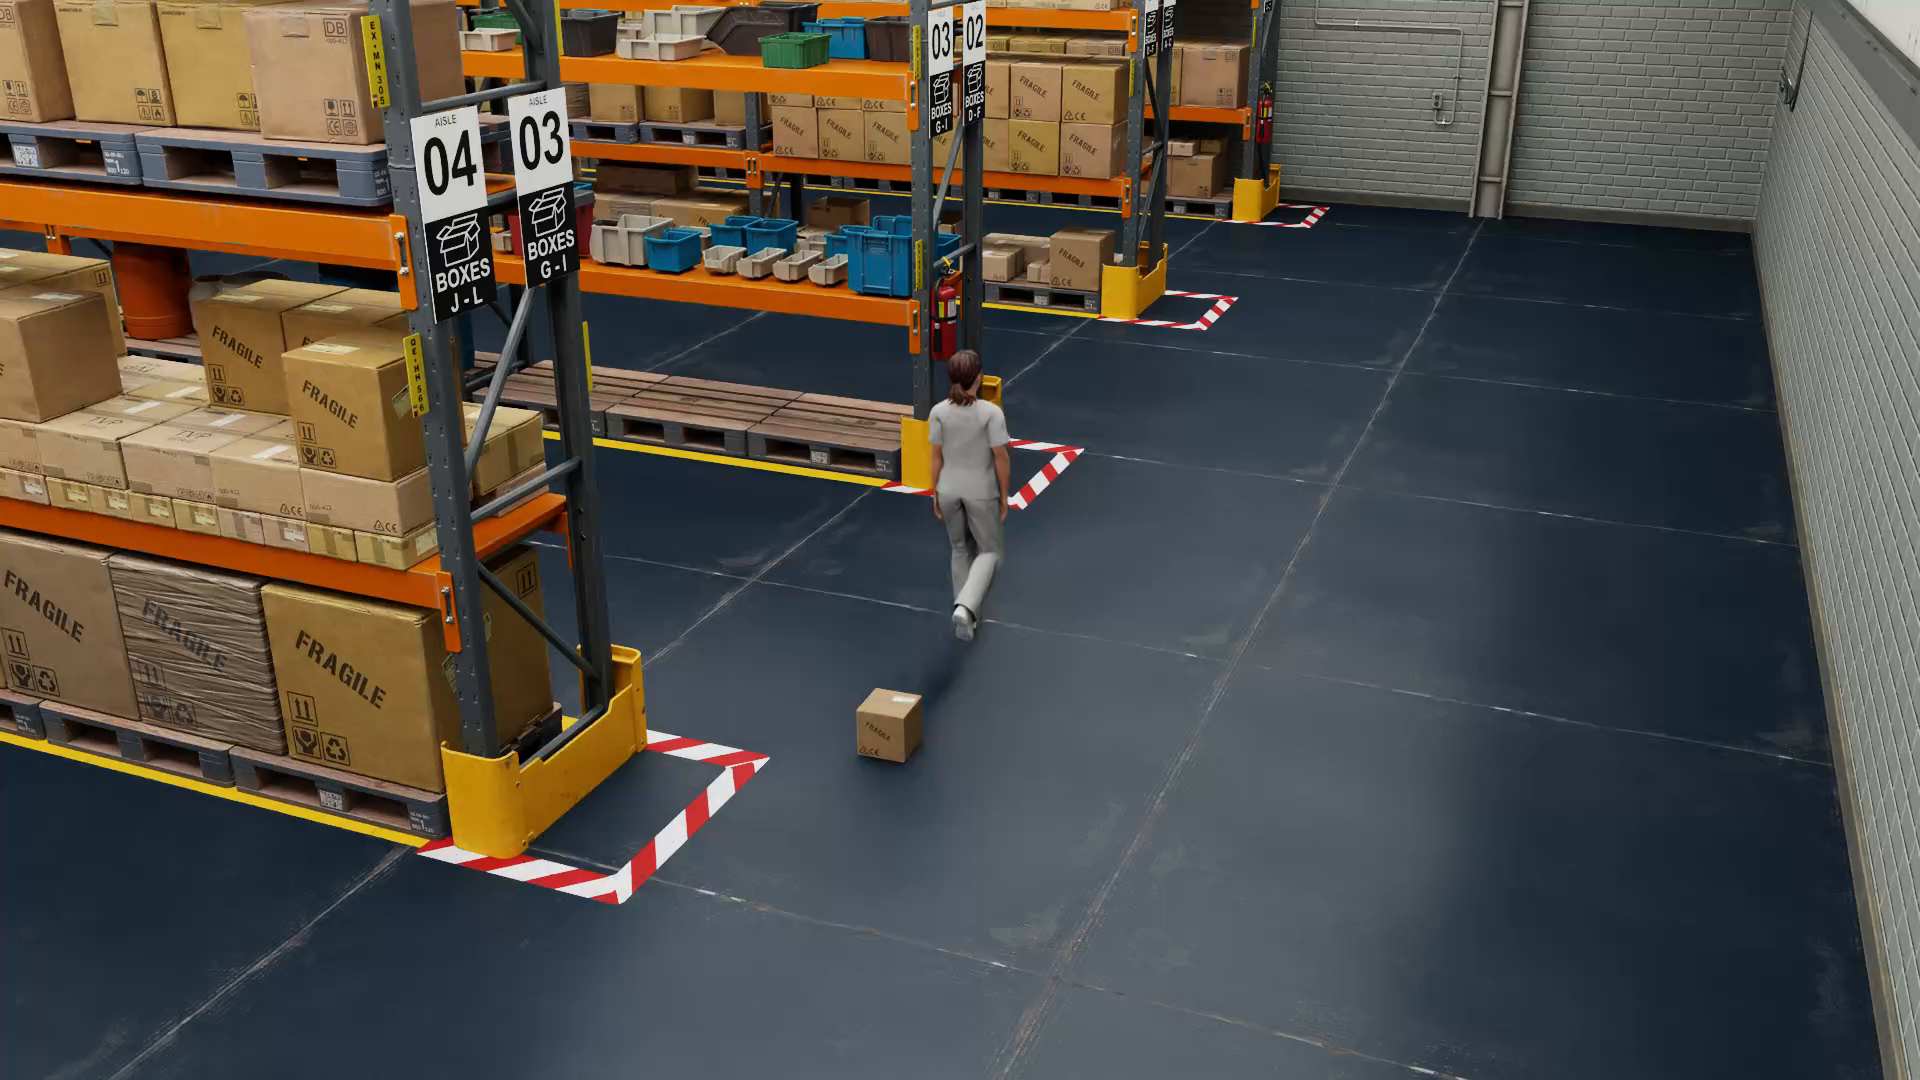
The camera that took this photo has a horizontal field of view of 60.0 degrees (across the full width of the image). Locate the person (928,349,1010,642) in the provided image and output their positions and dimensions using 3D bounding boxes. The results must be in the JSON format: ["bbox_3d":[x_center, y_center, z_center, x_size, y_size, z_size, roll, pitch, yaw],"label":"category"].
[{"bbox_3d":[0.037,-0.214,9.071,0.453,1.652,0.709,6,23,15],"label":"person"}]
